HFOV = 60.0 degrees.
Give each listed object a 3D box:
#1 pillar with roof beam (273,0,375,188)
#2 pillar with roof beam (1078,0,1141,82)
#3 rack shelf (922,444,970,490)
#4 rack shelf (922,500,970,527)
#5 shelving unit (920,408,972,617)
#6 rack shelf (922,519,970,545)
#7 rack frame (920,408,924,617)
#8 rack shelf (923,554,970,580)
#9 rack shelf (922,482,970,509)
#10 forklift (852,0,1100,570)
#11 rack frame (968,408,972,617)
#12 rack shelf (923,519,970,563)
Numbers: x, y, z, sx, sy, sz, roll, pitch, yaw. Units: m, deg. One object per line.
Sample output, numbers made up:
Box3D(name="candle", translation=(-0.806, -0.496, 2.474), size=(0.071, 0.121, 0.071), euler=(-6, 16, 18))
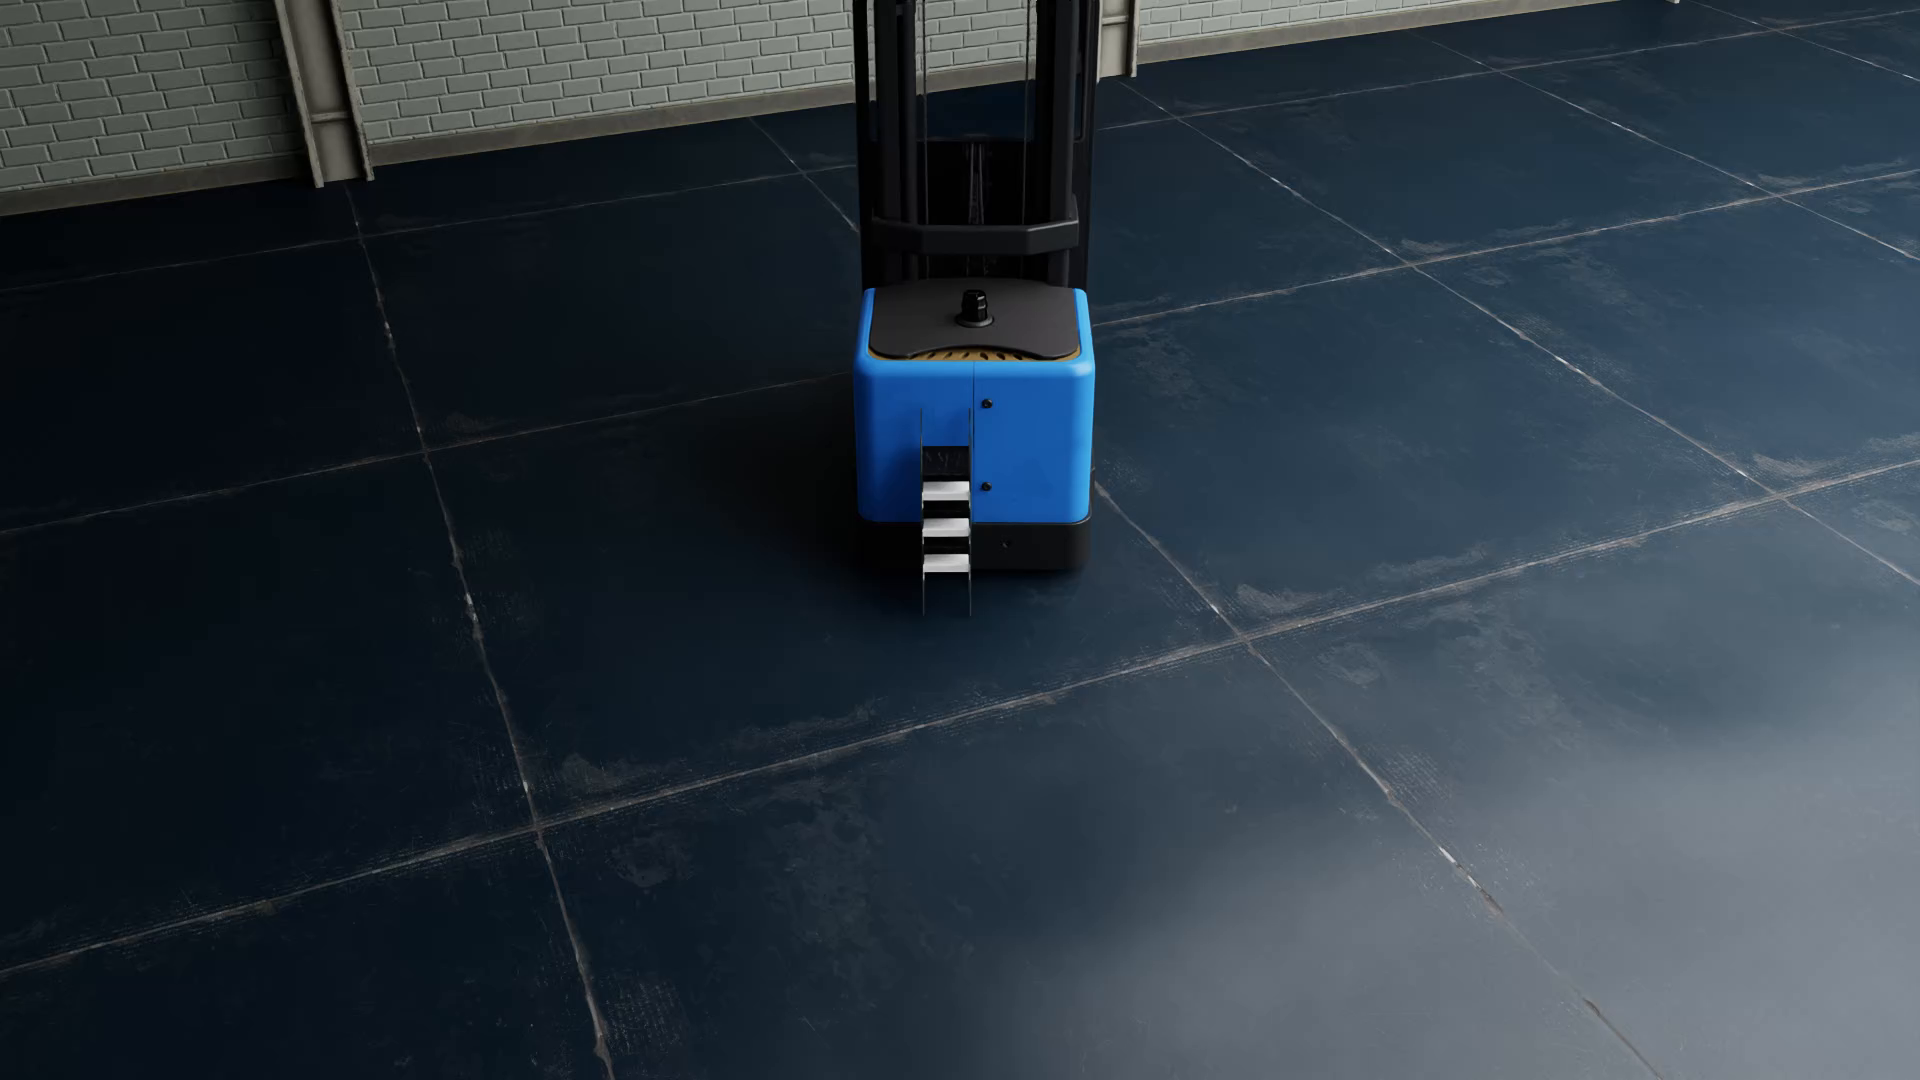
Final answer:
Box3D(name="pillar with roof beam", translation=(-2.665, -4.159, 5.891), size=(0.400, 9.000, 9.100), euler=(-13, 35, -19))
Box3D(name="pillar with roof beam", translation=(2.867, -5.426, 7.838), size=(0.400, 9.000, 9.100), euler=(-13, 35, -19))
Box3D(name="rack shelf", translation=(-0.059, -0.306, 6.961), size=(0.200, 0.077, 0.258), euler=(0, 33, -1))
Box3D(name="rack shelf", translation=(-0.059, -0.155, 7.059), size=(0.200, 0.077, 0.258), euler=(0, 33, -1))
Box3D(name="shelving unit", translation=(-0.059, -0.107, 7.090), size=(0.210, 0.900, 0.258), euler=(0, 33, -1))
Box3D(name="rack shelf", translation=(-0.059, -0.079, 7.108), size=(0.200, 0.077, 0.258), euler=(0, 33, -1))
Box3D(name="rack frame", translation=(-0.161, -0.107, 7.089), size=(0.006, 0.900, 0.240), euler=(0, 33, -1))
Box3D(name="rack shelf", translation=(-0.059, 0.072, 7.206), size=(0.200, 0.077, 0.258), euler=(0, 33, -1))
Box3D(name="rack shelf", translation=(-0.059, -0.230, 7.010), size=(0.200, 0.077, 0.258), euler=(0, 33, -1))
Box3D(name="forklift", translation=(0.073, -1.863, 7.925), size=(1.130, 2.935, 3.031), euler=(0, 33, 0))
Box3D(name="rack frame", translation=(0.042, -0.108, 7.091), size=(0.006, 0.900, 0.240), euler=(0, 33, -1))
Box3D(name="rack shelf", translation=(-0.059, -0.004, 7.157), size=(0.200, 0.077, 0.258), euler=(0, 33, -1))
